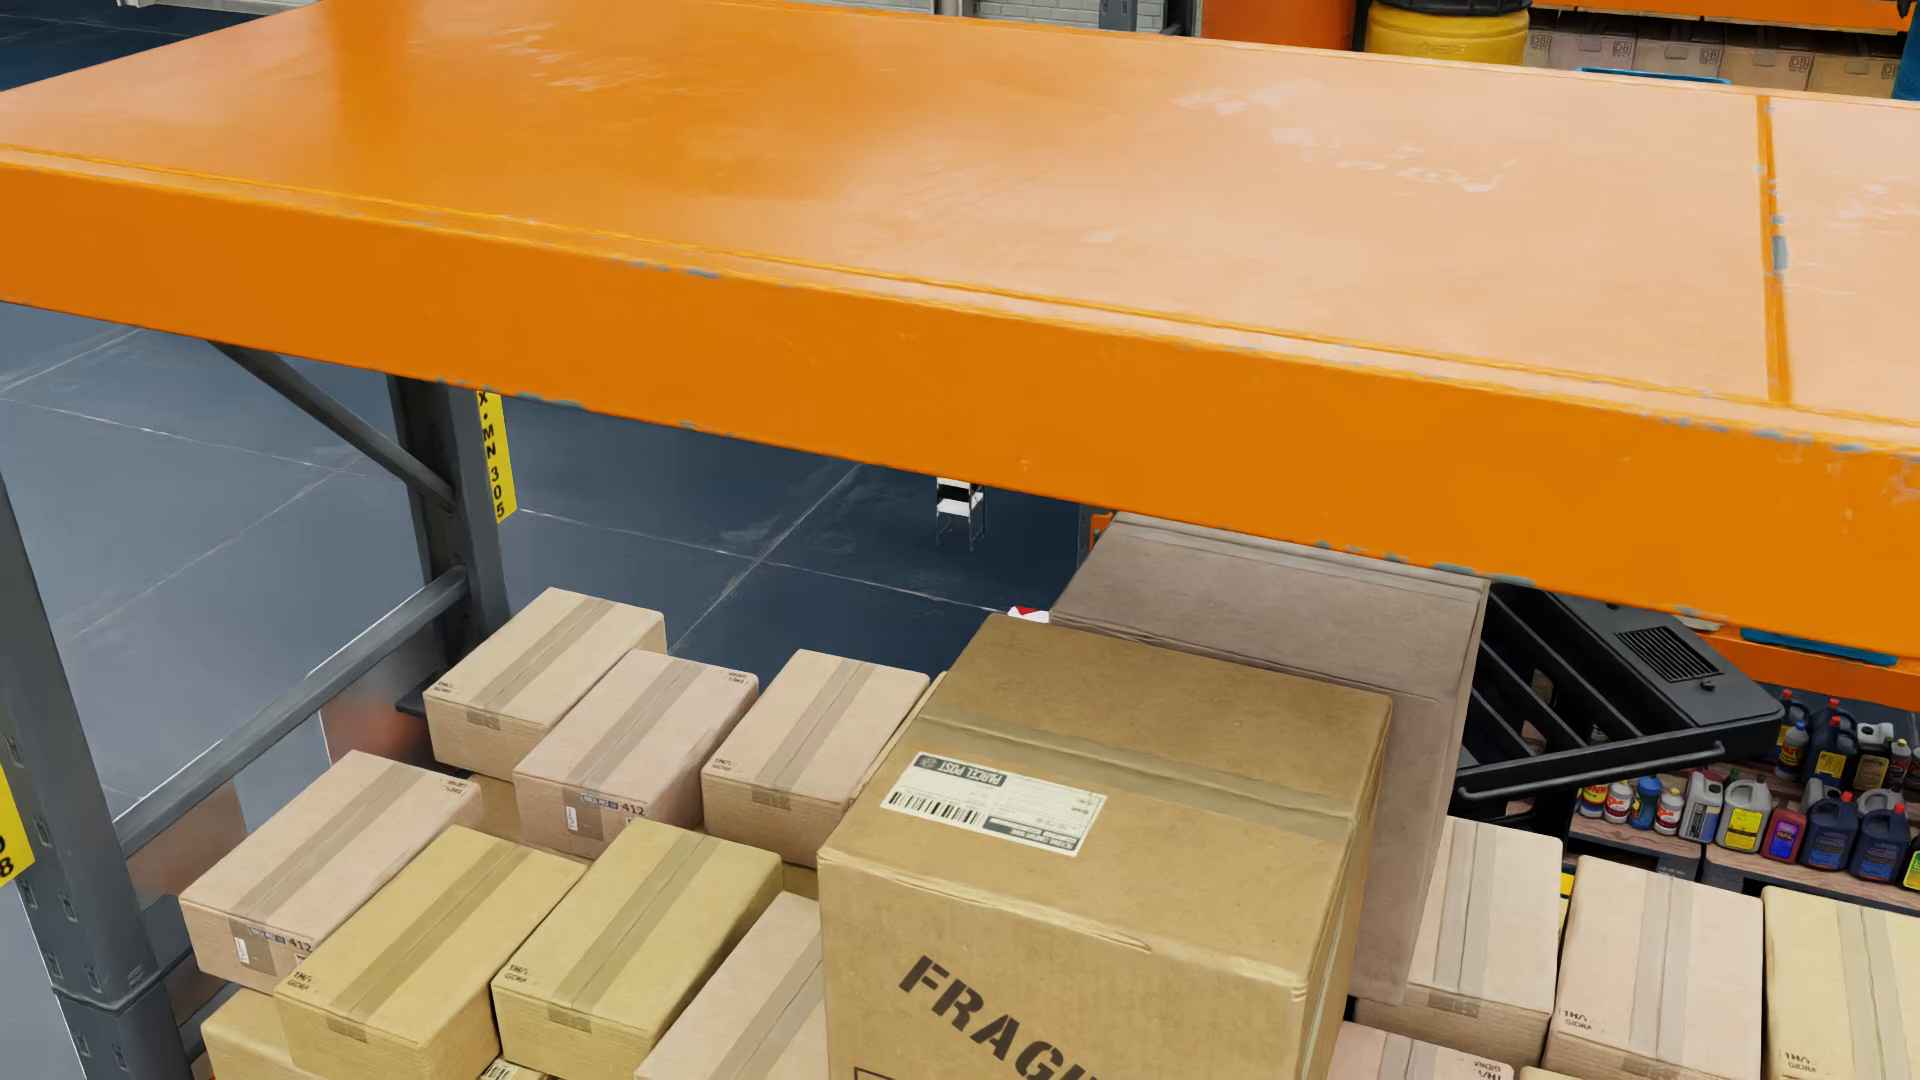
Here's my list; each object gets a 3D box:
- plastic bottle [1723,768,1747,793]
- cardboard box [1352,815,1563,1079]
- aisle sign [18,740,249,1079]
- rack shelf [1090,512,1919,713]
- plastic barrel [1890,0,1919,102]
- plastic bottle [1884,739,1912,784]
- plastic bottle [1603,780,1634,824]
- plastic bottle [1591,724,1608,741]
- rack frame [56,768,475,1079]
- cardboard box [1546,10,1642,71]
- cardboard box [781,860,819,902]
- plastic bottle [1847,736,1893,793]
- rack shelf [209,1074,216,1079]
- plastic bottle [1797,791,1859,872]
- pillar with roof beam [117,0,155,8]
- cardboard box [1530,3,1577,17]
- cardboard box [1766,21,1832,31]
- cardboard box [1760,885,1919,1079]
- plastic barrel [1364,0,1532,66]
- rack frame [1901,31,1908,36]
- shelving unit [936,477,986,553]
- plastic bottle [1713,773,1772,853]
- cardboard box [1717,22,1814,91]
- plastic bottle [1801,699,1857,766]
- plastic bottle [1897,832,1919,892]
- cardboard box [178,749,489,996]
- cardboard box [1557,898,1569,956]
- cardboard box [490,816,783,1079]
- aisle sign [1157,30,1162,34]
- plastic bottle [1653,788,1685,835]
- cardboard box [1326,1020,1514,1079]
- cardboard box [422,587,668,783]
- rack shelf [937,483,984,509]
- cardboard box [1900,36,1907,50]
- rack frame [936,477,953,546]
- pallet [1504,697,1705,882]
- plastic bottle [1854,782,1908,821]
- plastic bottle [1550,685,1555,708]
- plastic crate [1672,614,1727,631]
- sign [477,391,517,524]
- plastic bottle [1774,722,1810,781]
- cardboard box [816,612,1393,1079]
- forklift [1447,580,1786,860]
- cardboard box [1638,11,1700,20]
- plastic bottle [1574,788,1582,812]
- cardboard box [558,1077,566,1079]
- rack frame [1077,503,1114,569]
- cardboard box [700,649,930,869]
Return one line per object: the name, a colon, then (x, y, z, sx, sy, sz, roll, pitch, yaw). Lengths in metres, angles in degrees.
plastic bottle: (3.304, 1.100, 7.069, 0.133, 0.283, 0.061, 11, 31, 19)
cardboard box: (0.717, 0.573, 2.387, 0.250, 0.149, 0.380, 10, 31, 17)
aisle sign: (-1.267, 0.756, 2.723, 0.004, 0.787, 0.394, 11, 31, 19)
rack shelf: (2.618, 0.187, 7.102, 4.000, 0.370, 1.077, 11, 31, 19)
plastic barrel: (3.589, -1.696, 5.718, 0.708, 0.901, 0.600, 11, 31, 19)
plastic bottle: (4.153, 0.974, 7.375, 0.097, 0.201, 0.097, 0, 29, 0)
plastic bottle: (2.830, 1.108, 7.138, 0.097, 0.201, 0.097, 0, 29, 0)
plastic bottle: (2.954, 0.815, 7.656, 0.097, 0.201, 0.097, 0, 29, 0)
rack frame: (-1.097, 1.762, 3.584, 0.127, 3.000, 1.000, 11, 31, 19)
cardboard box: (4.064, -3.073, 10.718, 0.500, 0.500, 0.700, 11, 31, 19)
cardboard box: (-0.091, 0.586, 2.769, 0.500, 0.250, 0.500, 11, 31, 19)
plastic bottle: (3.992, 0.977, 7.286, 0.133, 0.283, 0.061, 11, 31, 19)
rack shelf: (0.756, 1.139, 2.369, 4.000, 0.370, 1.077, 11, 31, 19)
plastic bottle: (3.589, 1.182, 6.855, 0.185, 0.351, 0.144, 10, 31, 17)
pillar with roof beam: (-12.834, -9.257, 16.983, 0.400, 9.000, 9.100, 11, 31, 19)
cardboard box: (5.273, -4.962, 14.851, 0.500, 0.500, 0.500, 11, 31, 19)
cardboard box: (7.177, -4.580, 14.174, 0.500, 0.500, 0.500, 11, 31, 19)
cardboard box: (1.201, 0.663, 2.227, 0.250, 0.149, 0.380, 11, 31, 18)
plastic barrel: (1.869, -1.914, 6.421, 0.600, 0.588, 0.600, 0, 29, 0)
rack frame: (8.196, -4.274, 14.262, 0.127, 3.000, 1.000, 11, 31, 19)
shelving unit: (0.008, -0.390, 9.526, 0.210, 0.900, 0.258, 11, 31, 19)
plastic bottle: (3.289, 1.122, 6.961, 0.185, 0.351, 0.144, 11, 31, 19)
cardboard box: (4.991, -2.888, 10.390, 0.500, 0.500, 0.700, 11, 31, 19)
plastic bottle: (3.880, 0.867, 7.413, 0.185, 0.351, 0.144, 12, 32, 20)
plastic bottle: (3.902, 1.296, 6.722, 0.133, 0.283, 0.061, 13, 32, 22)
cardboard box: (-0.929, 0.504, 2.508, 0.250, 0.149, 0.380, 11, 31, 19)
cardboard box: (0.848, 0.775, 2.434, 0.500, 0.250, 0.500, 11, 31, 18)
cardboard box: (-0.445, 0.587, 2.362, 0.250, 0.149, 0.380, 11, 31, 18)
aisle sign: (0.810, -1.777, 7.203, 0.004, 0.787, 0.394, 11, 31, 19)
plastic bottle: (3.020, 1.146, 7.071, 0.097, 0.201, 0.097, 0, 29, 0)
cardboard box: (0.512, 0.785, 2.011, 0.250, 0.149, 0.380, 11, 31, 19)
cardboard box: (-0.723, 0.257, 2.946, 0.250, 0.149, 0.380, 11, 31, 19)
rack shelf: (0.008, -0.283, 9.587, 0.200, 0.077, 0.258, 11, 31, 19)
cardboard box: (5.924, -2.702, 10.061, 0.500, 0.500, 0.700, 11, 31, 19)
rack frame: (-0.087, -0.409, 9.559, 0.006, 0.900, 0.240, 11, 31, 19)
pallet: (2.730, 1.089, 7.608, 1.213, 0.211, 1.003, 11, 31, 19)
plastic bottle: (3.821, 1.152, 6.909, 0.185, 0.351, 0.144, 11, 31, 19)
plastic bottle: (2.855, 0.697, 7.790, 0.135, 0.276, 0.152, 12, 31, 19)
plastic crate: (2.872, 0.174, 6.663, 0.437, 0.136, 0.530, 11, 31, 19)
sign: (-0.870, -0.179, 3.069, 0.005, 0.325, 0.100, 11, 31, 19)
plastic bottle: (3.700, 0.930, 7.383, 0.097, 0.271, 0.097, 0, 29, 0)
cardboard box: (0.177, 0.463, 1.922, 0.500, 0.500, 0.500, 11, 31, 19)
forklift: (1.343, 1.159, 4.722, 1.130, 2.935, 3.031, -8, 30, -13)
cardboard box: (6.233, -4.774, 14.517, 0.500, 0.500, 0.500, 12, 32, 21)
plastic bottle: (2.645, 1.041, 7.186, 0.097, 0.271, 0.097, 0, 29, 0)
cardboard box: (-0.268, 0.821, 2.353, 0.500, 0.250, 0.500, 11, 31, 18)
rack frame: (0.765, -0.496, 7.580, 0.127, 3.000, 1.000, 11, 31, 19)
cardboard box: (-0.231, 0.359, 2.765, 0.250, 0.149, 0.380, 10, 31, 17)
